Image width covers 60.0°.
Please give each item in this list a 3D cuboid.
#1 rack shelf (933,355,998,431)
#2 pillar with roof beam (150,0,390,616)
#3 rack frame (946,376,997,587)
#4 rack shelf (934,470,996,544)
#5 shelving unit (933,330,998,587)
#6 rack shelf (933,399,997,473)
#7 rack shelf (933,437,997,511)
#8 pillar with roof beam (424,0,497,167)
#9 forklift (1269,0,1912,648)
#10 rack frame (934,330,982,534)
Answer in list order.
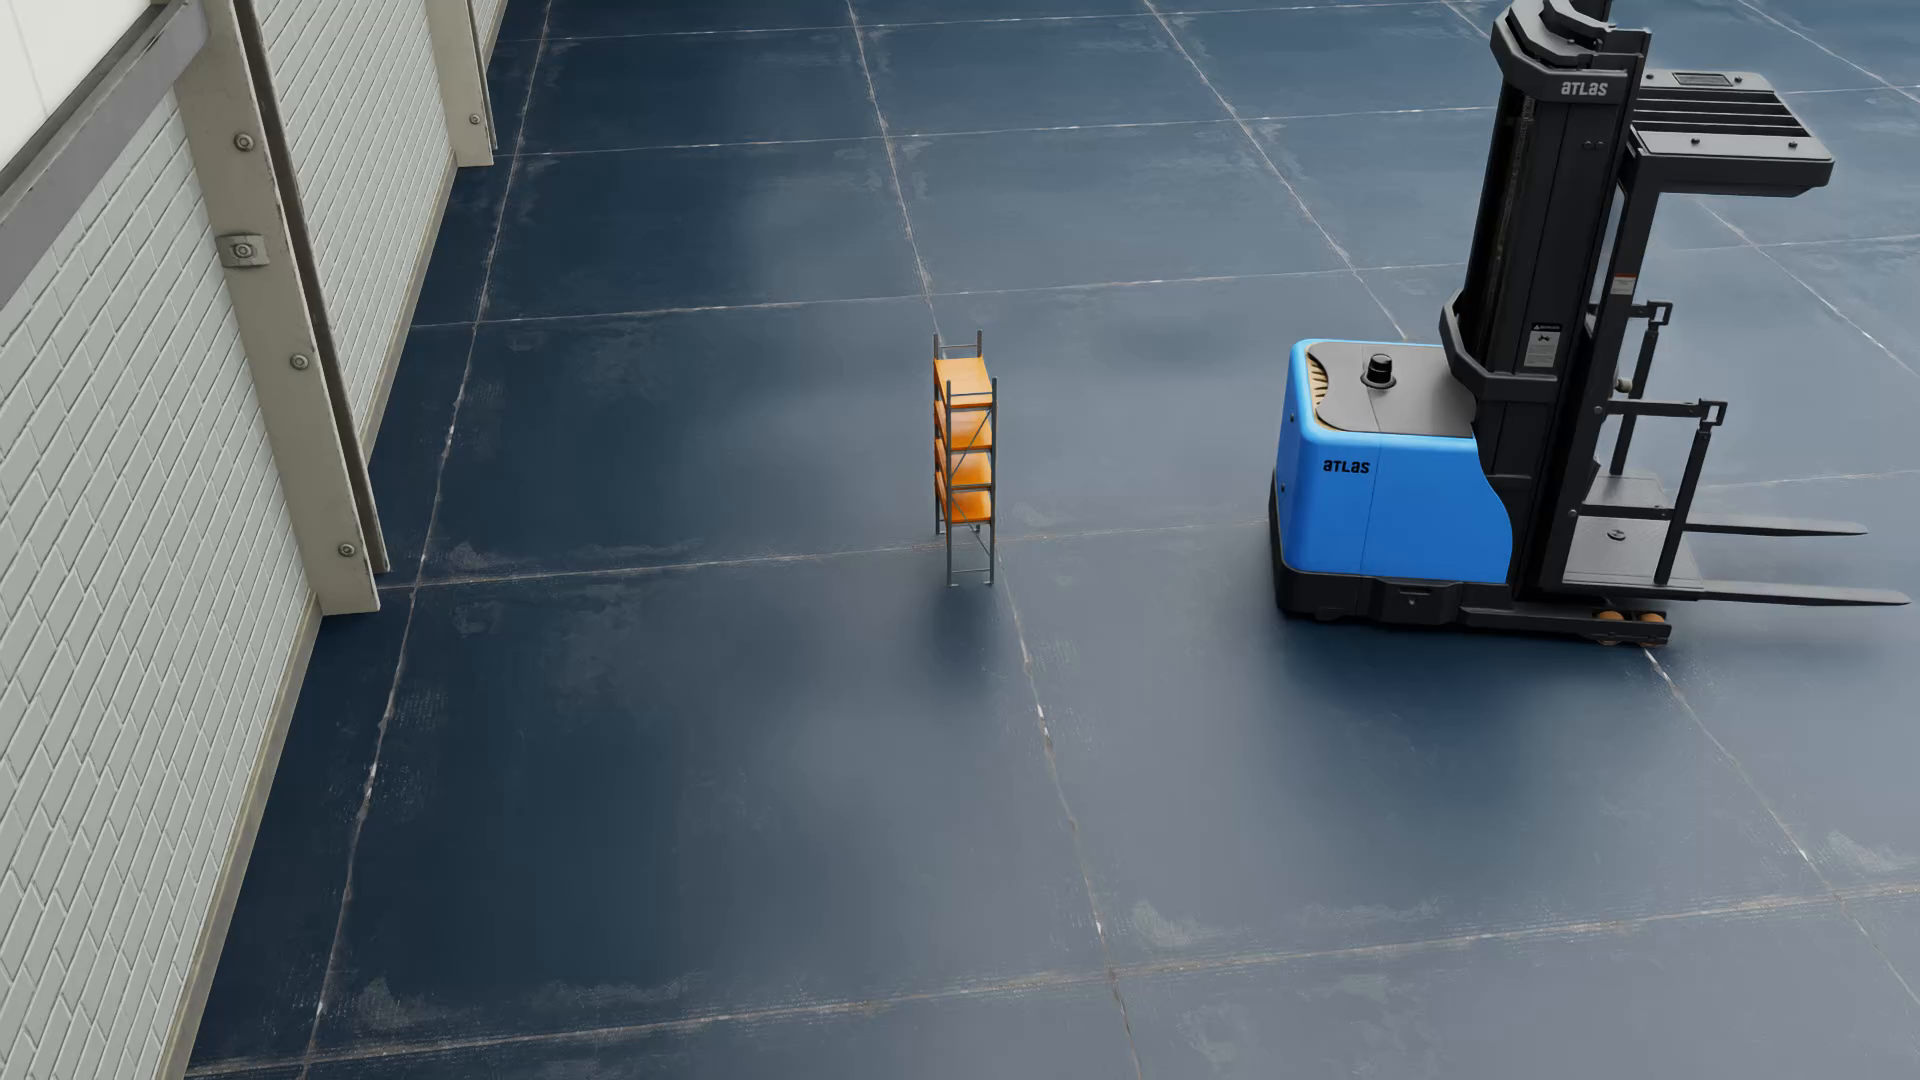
[{"bbox_3d":[0.022,-0.728,8.184,0.258,0.148,0.480,-4,35,-6],"label":"rack shelf"},{"bbox_3d":[1.165,-3.787,6.444,9.100,9.000,0.400,-4,35,-6],"label":"pillar with roof beam"},{"bbox_3d":[0.055,-0.267,8.205,0.240,1.200,0.015,-4,35,-6],"label":"rack frame"},{"bbox_3d":[0.022,-0.184,8.555,0.258,0.148,0.480,-4,35,-6],"label":"rack shelf"},{"bbox_3d":[0.022,-0.403,8.405,0.258,1.200,0.503,-4,35,-6],"label":"shelving unit"},{"bbox_3d":[0.022,-0.533,8.317,0.258,0.148,0.480,-4,35,-6],"label":"rack shelf"},{"bbox_3d":[0.022,-0.348,8.443,0.258,0.148,0.480,-4,35,-6],"label":"rack shelf"},{"bbox_3d":[0.359,-7.135,11.357,9.100,9.000,0.400,-4,35,-6],"label":"pillar with roof beam"},{"bbox_3d":[3.134,-1.003,7.748,3.031,2.935,1.130,3,34,5],"label":"forklift"},{"bbox_3d":[-0.011,-0.540,8.605,0.240,1.200,0.015,-4,35,-6],"label":"rack frame"}]
